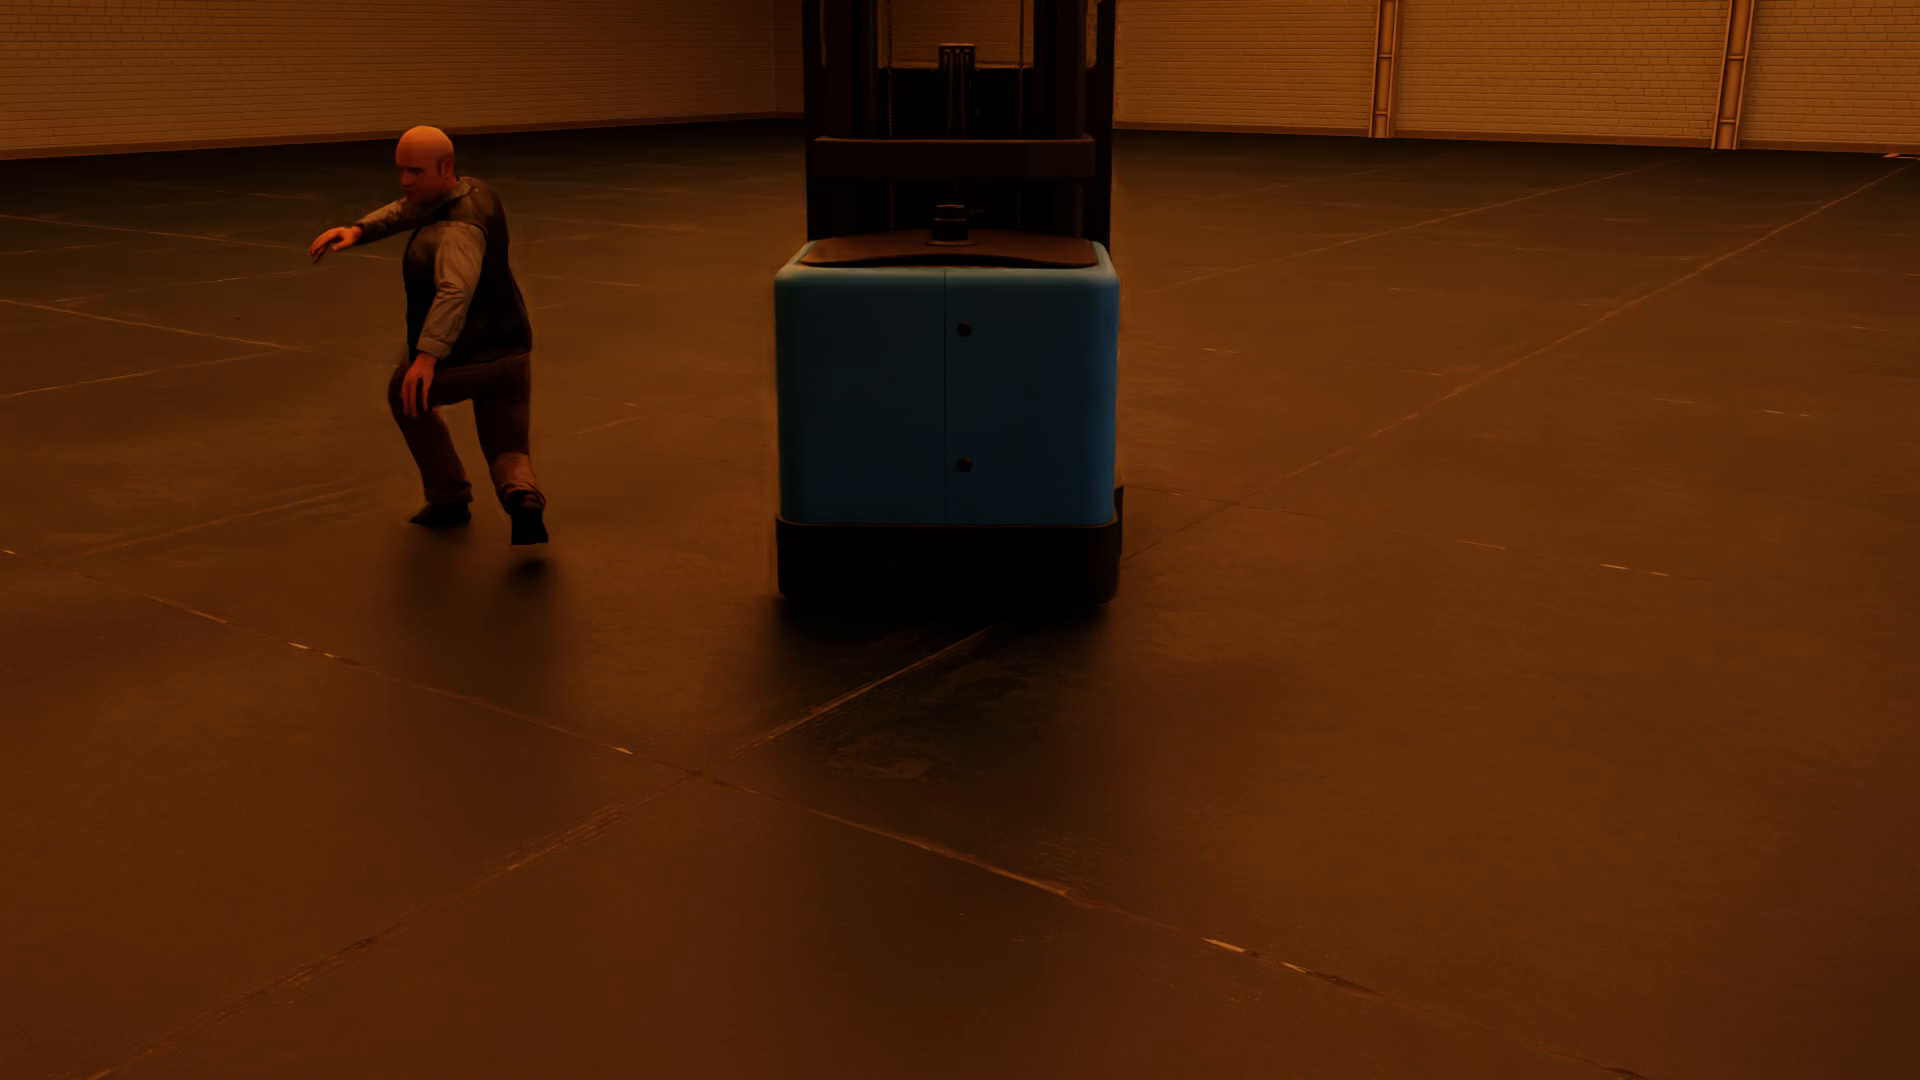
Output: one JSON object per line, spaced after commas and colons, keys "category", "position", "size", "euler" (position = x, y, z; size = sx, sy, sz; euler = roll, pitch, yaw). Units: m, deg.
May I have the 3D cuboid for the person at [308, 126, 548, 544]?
{"category": "person", "position": [-1.784, -0.651, 5.697], "size": [0.956, 1.494, 0.730], "euler": [13, 21, 36]}

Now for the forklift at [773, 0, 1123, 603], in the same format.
{"category": "forklift", "position": [0.003, -1.582, 6.122], "size": [1.130, 2.935, 3.031], "euler": [1, 17, 2]}
